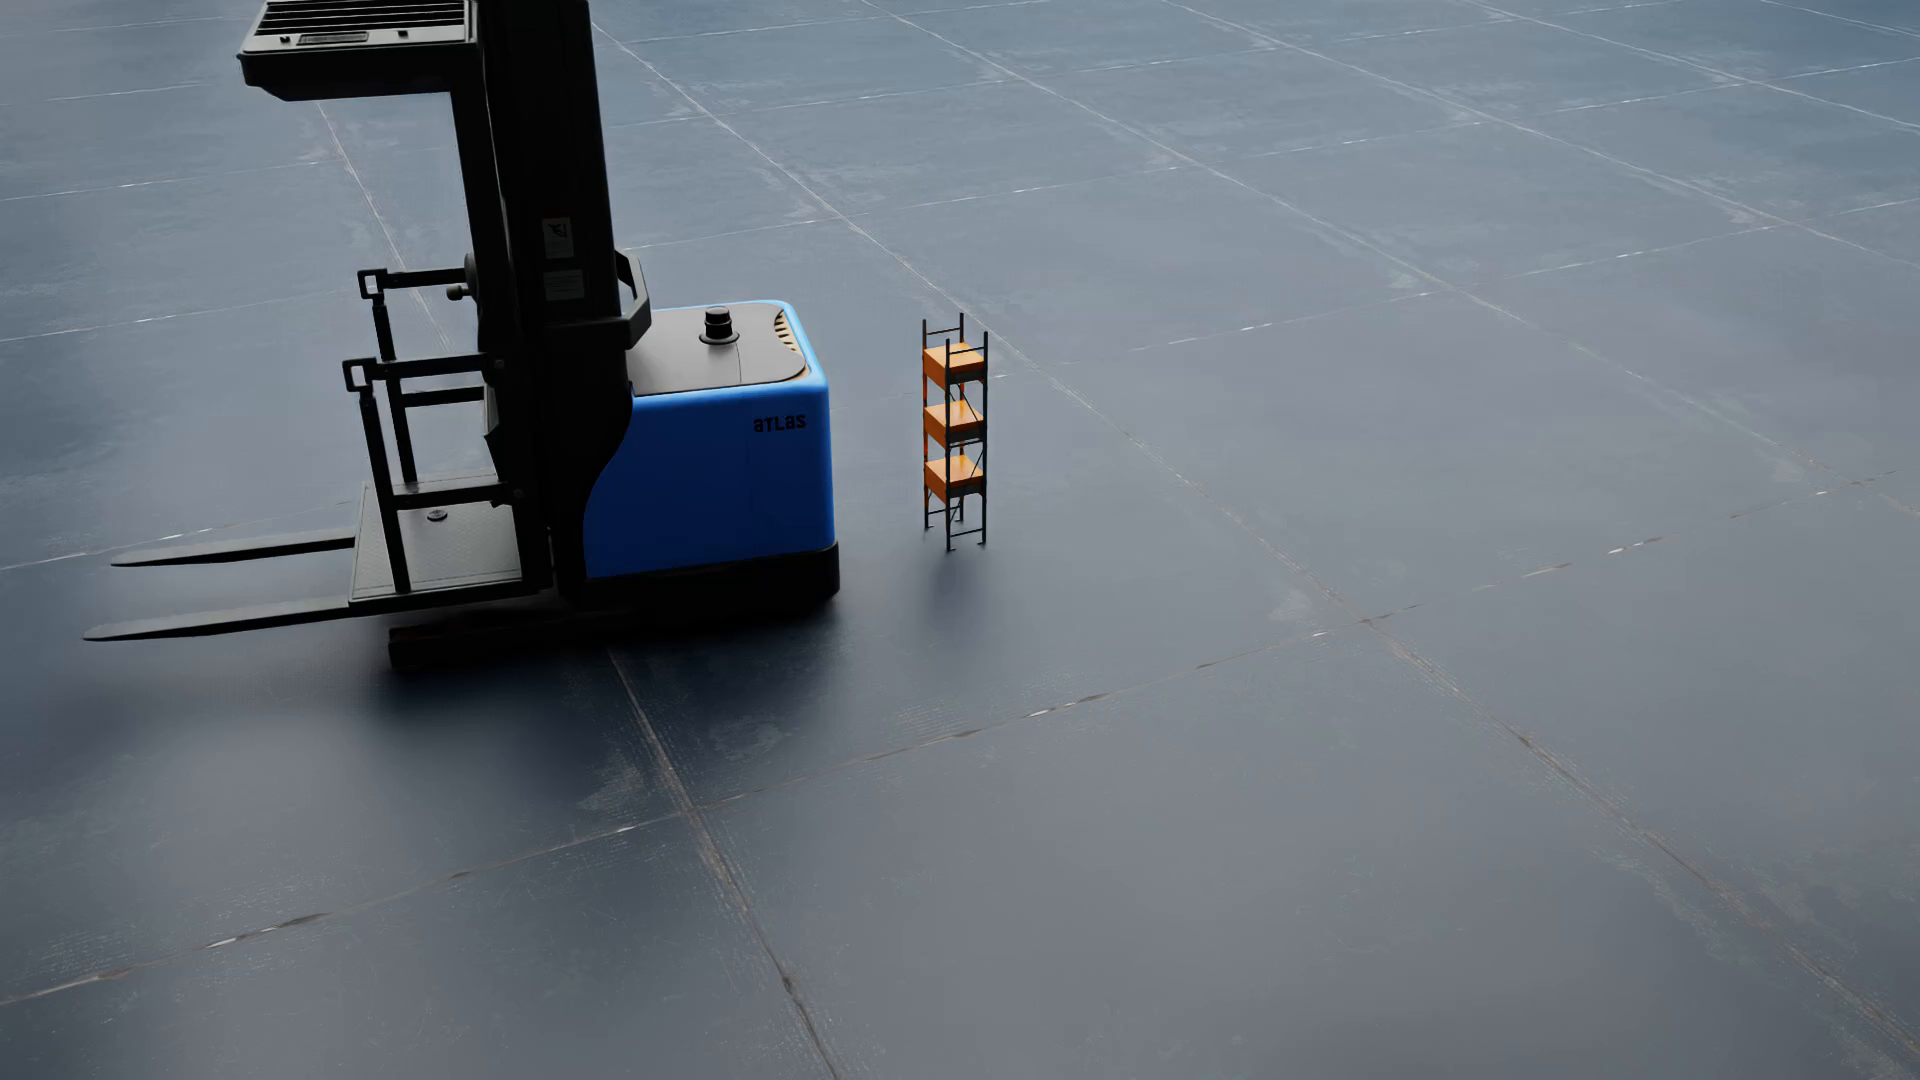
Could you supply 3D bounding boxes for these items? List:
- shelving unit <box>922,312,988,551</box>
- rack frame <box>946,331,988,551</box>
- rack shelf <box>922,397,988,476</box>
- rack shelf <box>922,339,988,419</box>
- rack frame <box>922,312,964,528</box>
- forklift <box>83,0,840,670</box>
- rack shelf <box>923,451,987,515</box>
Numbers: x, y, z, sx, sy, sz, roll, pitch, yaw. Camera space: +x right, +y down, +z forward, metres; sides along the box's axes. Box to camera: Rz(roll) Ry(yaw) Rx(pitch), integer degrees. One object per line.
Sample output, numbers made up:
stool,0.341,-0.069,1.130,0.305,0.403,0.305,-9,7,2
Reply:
shelving unit,-0.023,-0.482,7.535,0.215,1.050,0.252,-13,32,-22
rack frame,0.029,-0.428,7.439,0.200,1.050,0.008,-13,32,-22
rack shelf,-0.023,-0.472,7.541,0.215,0.259,0.240,-13,32,-22
rack shelf,-0.023,-0.720,7.402,0.215,0.259,0.240,-13,32,-22
rack frame,-0.075,-0.535,7.631,0.200,1.050,0.008,-13,32,-22
forklift,-2.097,-1.033,6.596,3.031,2.935,1.130,-7,30,-13
rack shelf,-0.023,-0.230,7.676,0.215,0.259,0.240,-13,32,-22
